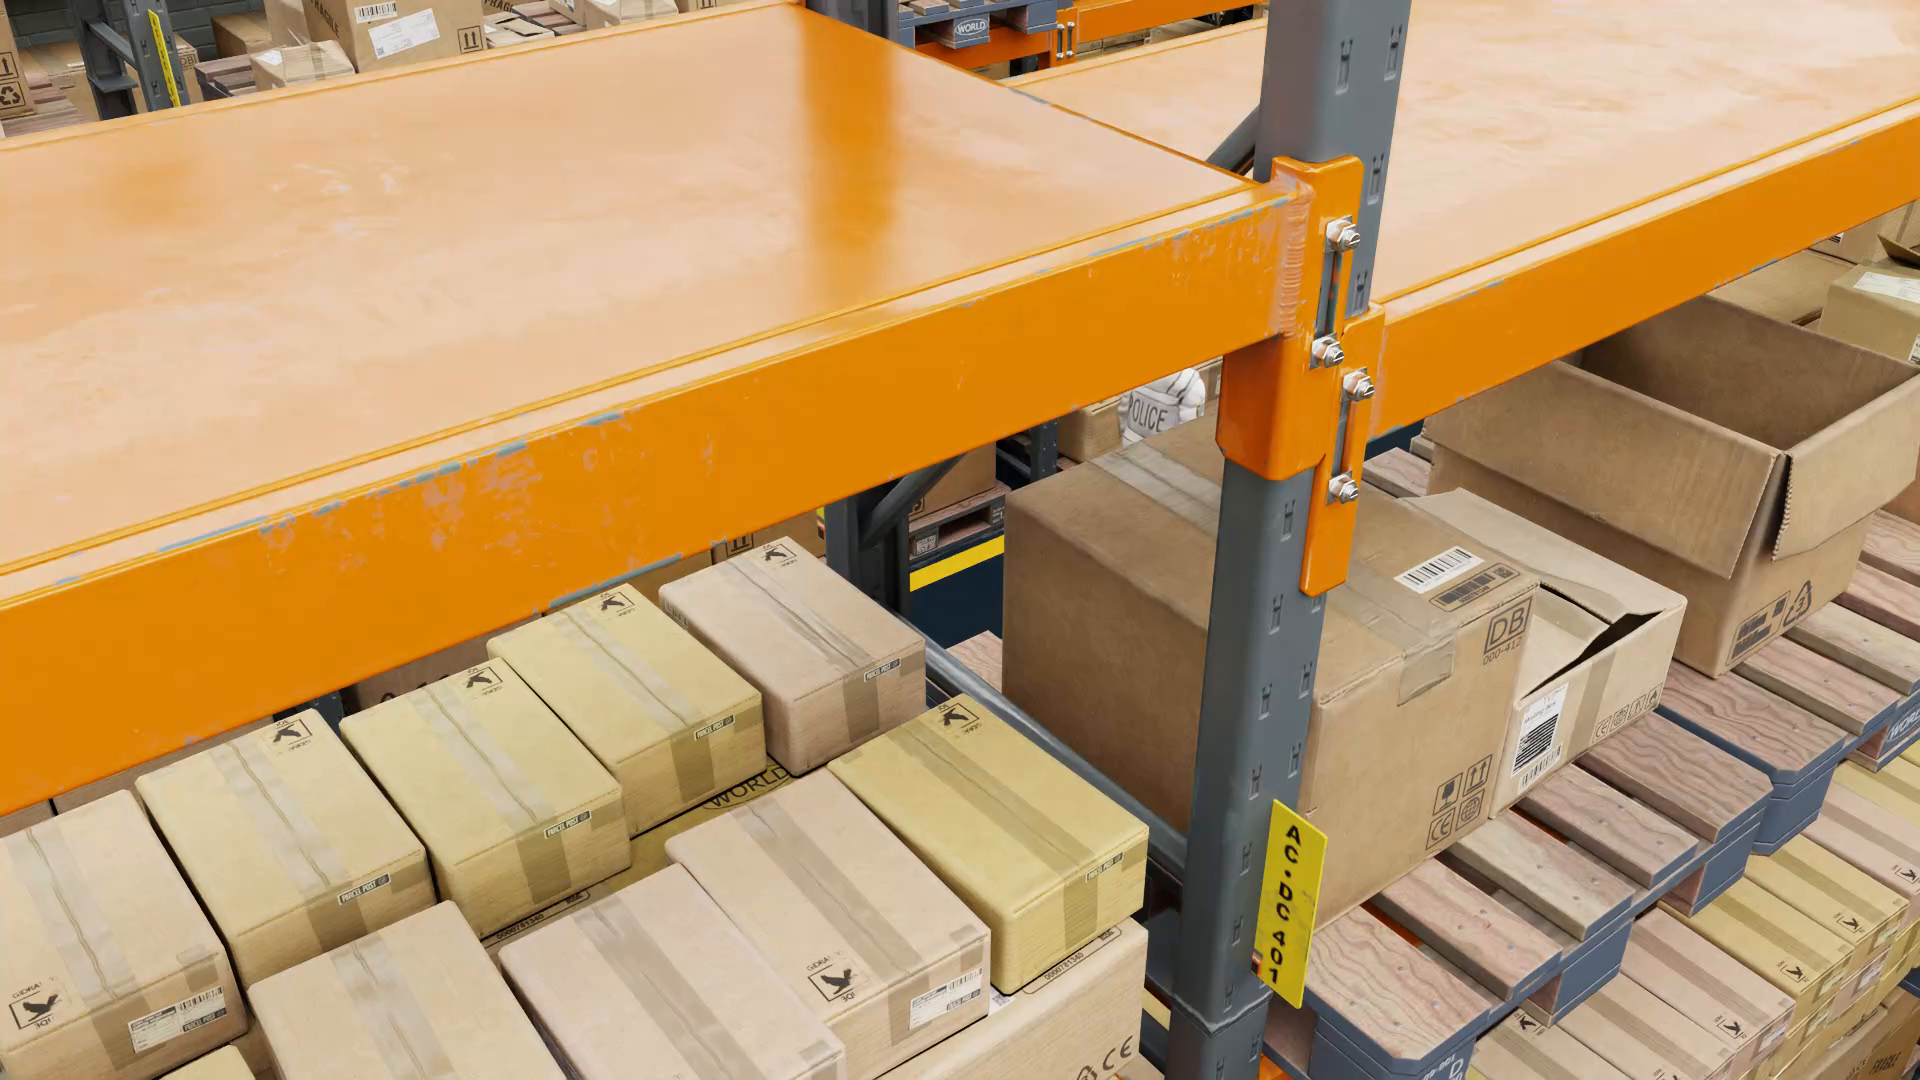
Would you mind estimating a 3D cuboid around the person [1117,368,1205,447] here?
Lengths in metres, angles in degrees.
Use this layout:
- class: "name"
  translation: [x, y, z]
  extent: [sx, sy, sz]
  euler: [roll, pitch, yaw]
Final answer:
- class: "person"
  translation: [1.002, -0.369, 8.217]
  extent: [0.375, 1.662, 0.527]
  euler: [-24, 40, -33]
